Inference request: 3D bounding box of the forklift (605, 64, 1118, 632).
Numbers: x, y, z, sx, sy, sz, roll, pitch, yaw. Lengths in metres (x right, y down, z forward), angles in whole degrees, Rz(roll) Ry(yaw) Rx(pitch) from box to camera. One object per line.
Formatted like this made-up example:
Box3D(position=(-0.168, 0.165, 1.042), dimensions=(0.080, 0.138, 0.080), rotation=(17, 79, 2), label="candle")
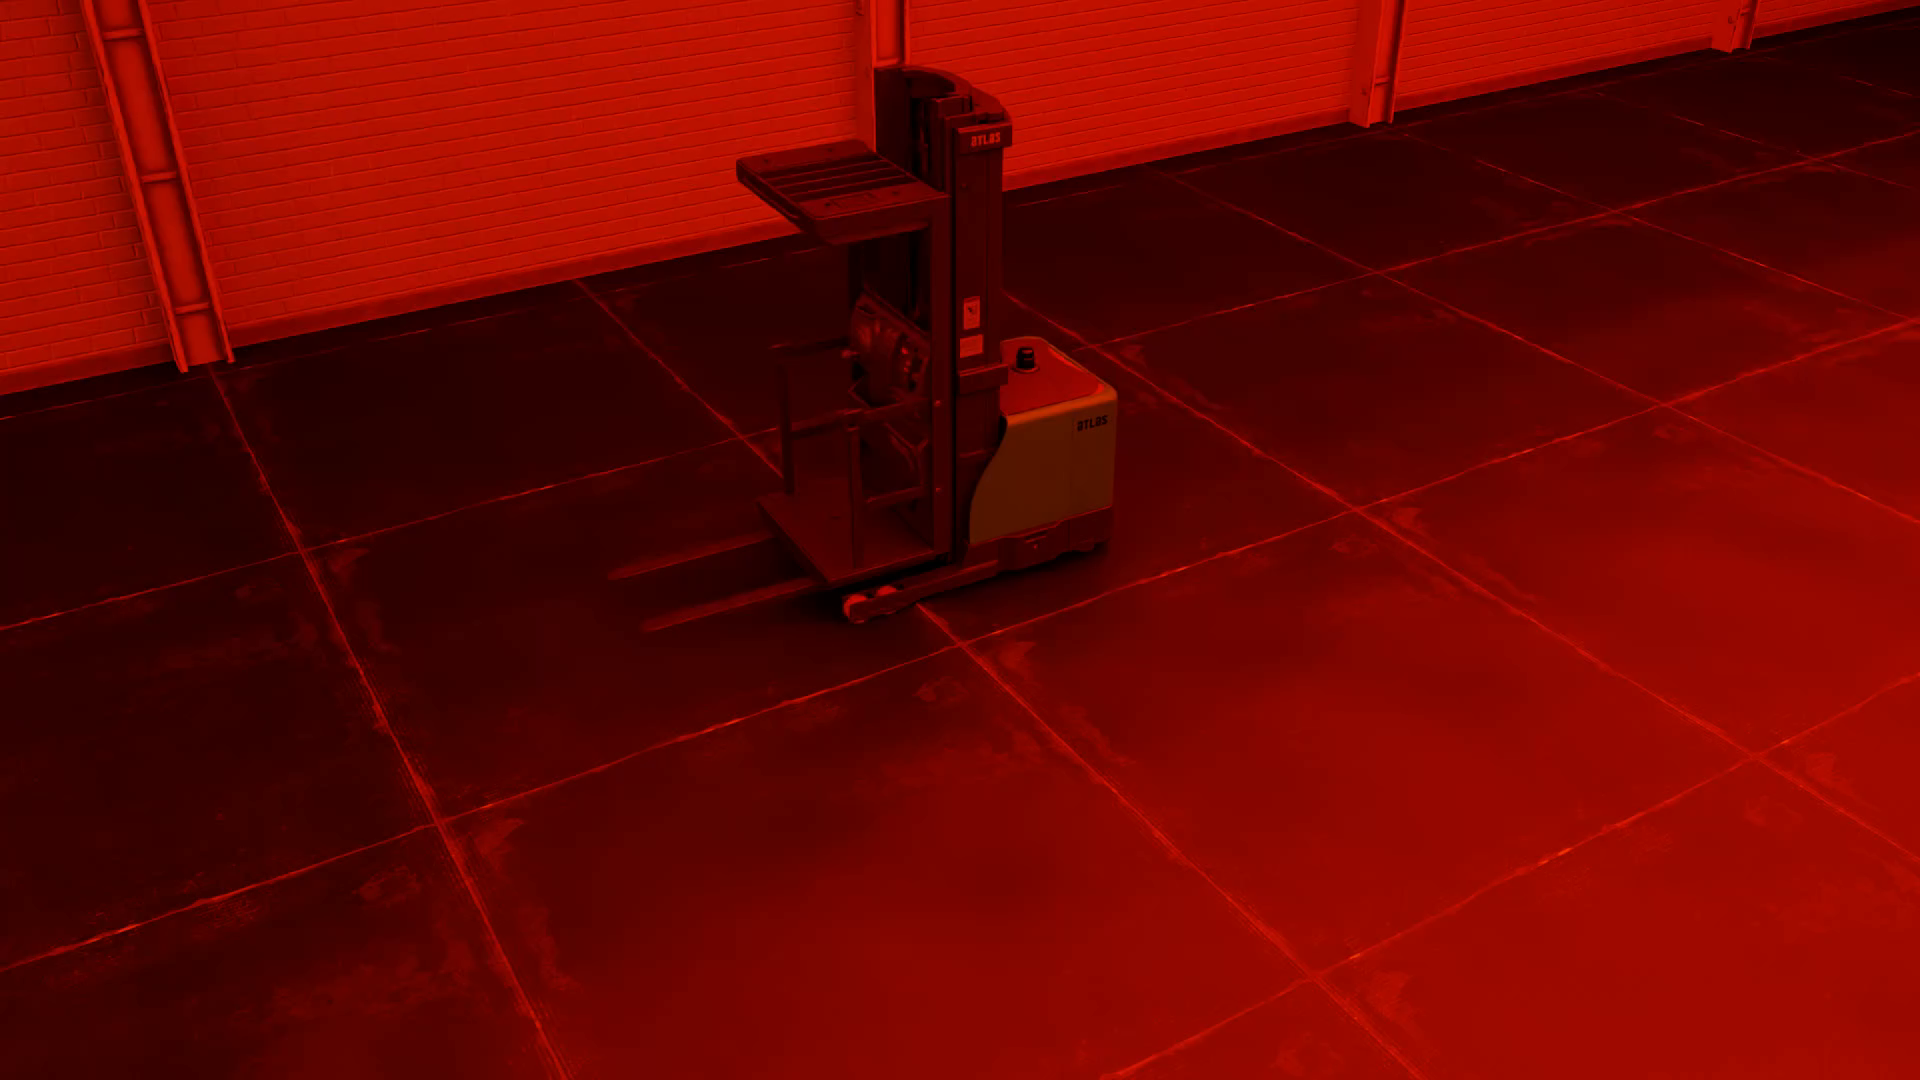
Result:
Box3D(position=(-0.586, -1.081, 9.452), dimensions=(3.031, 2.935, 1.130), rotation=(-16, 34, -24), label="forklift")
